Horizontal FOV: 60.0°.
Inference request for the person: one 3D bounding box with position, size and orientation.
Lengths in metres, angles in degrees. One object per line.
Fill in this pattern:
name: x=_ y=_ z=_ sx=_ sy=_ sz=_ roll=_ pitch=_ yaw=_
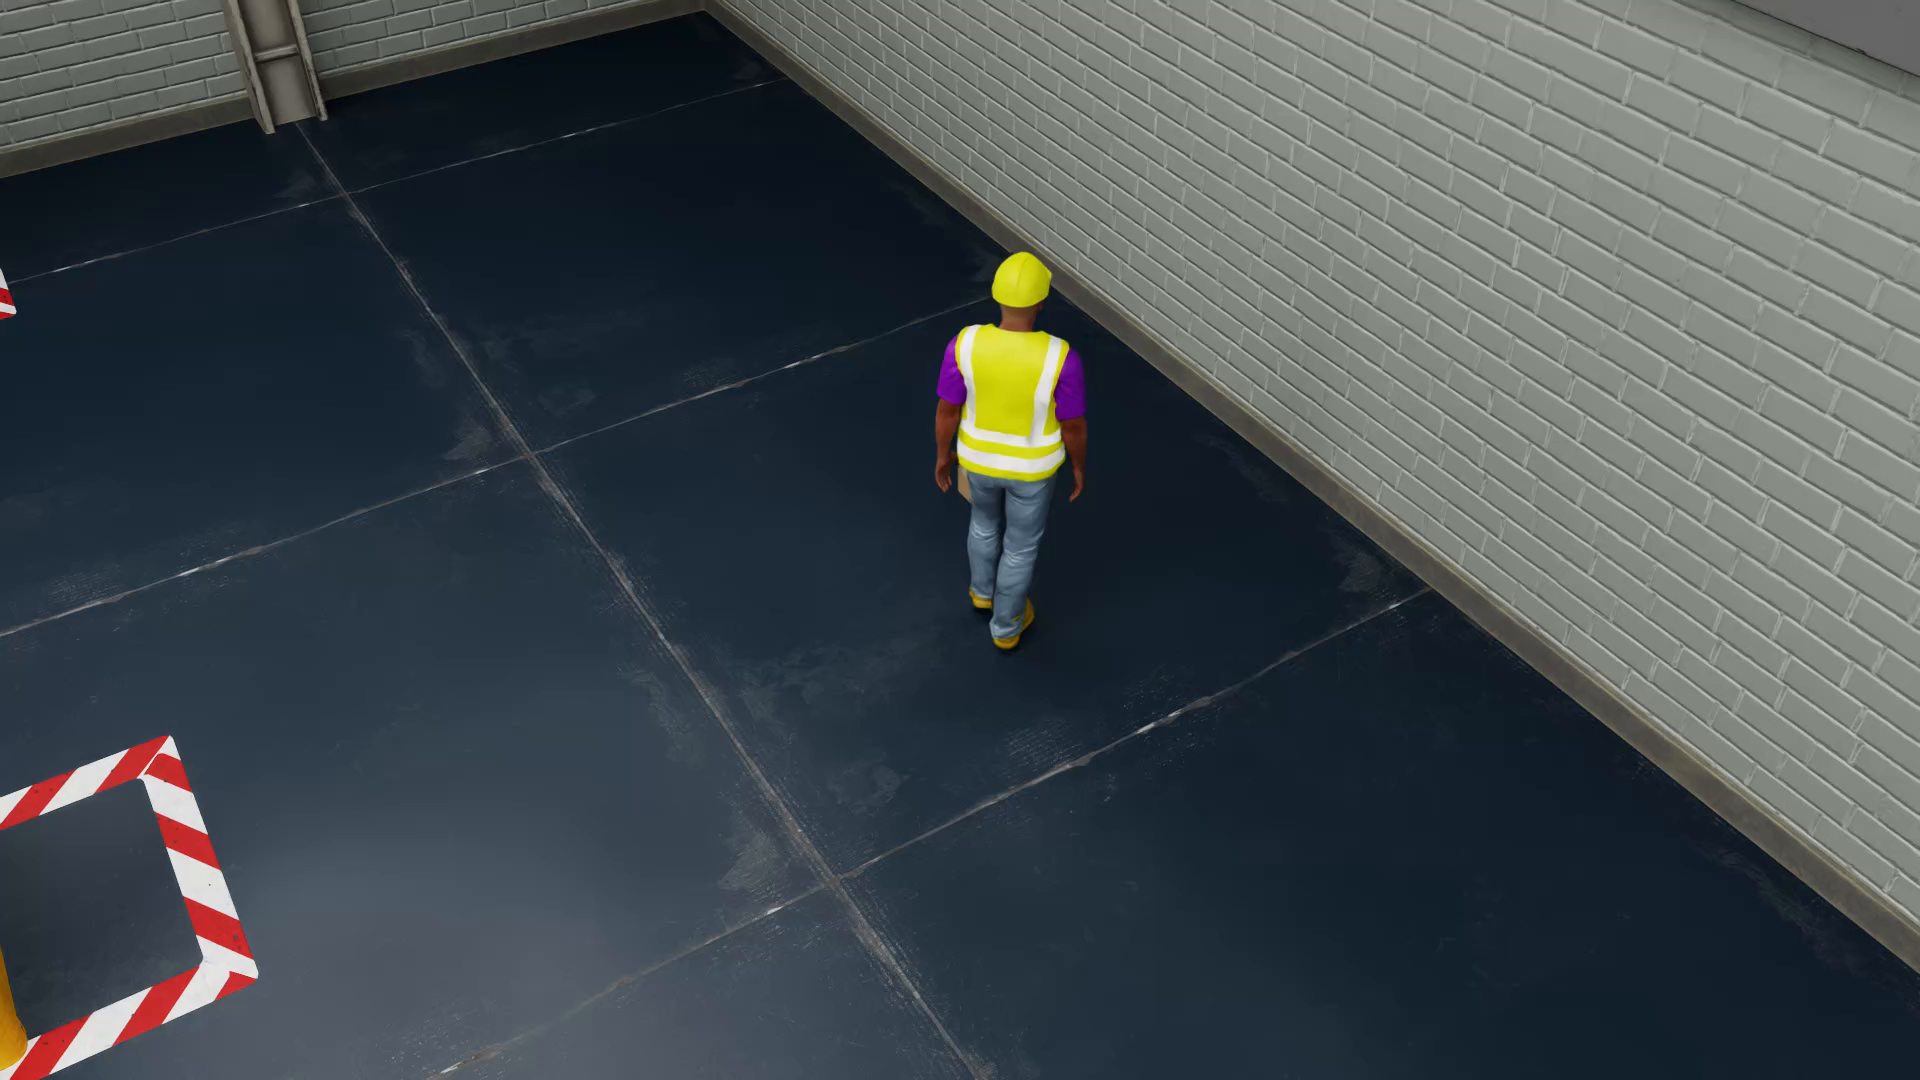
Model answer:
person: x=0.220 y=-0.314 z=6.548 sx=0.583 sy=1.848 sz=0.481 roll=12 pitch=42 yaw=14
